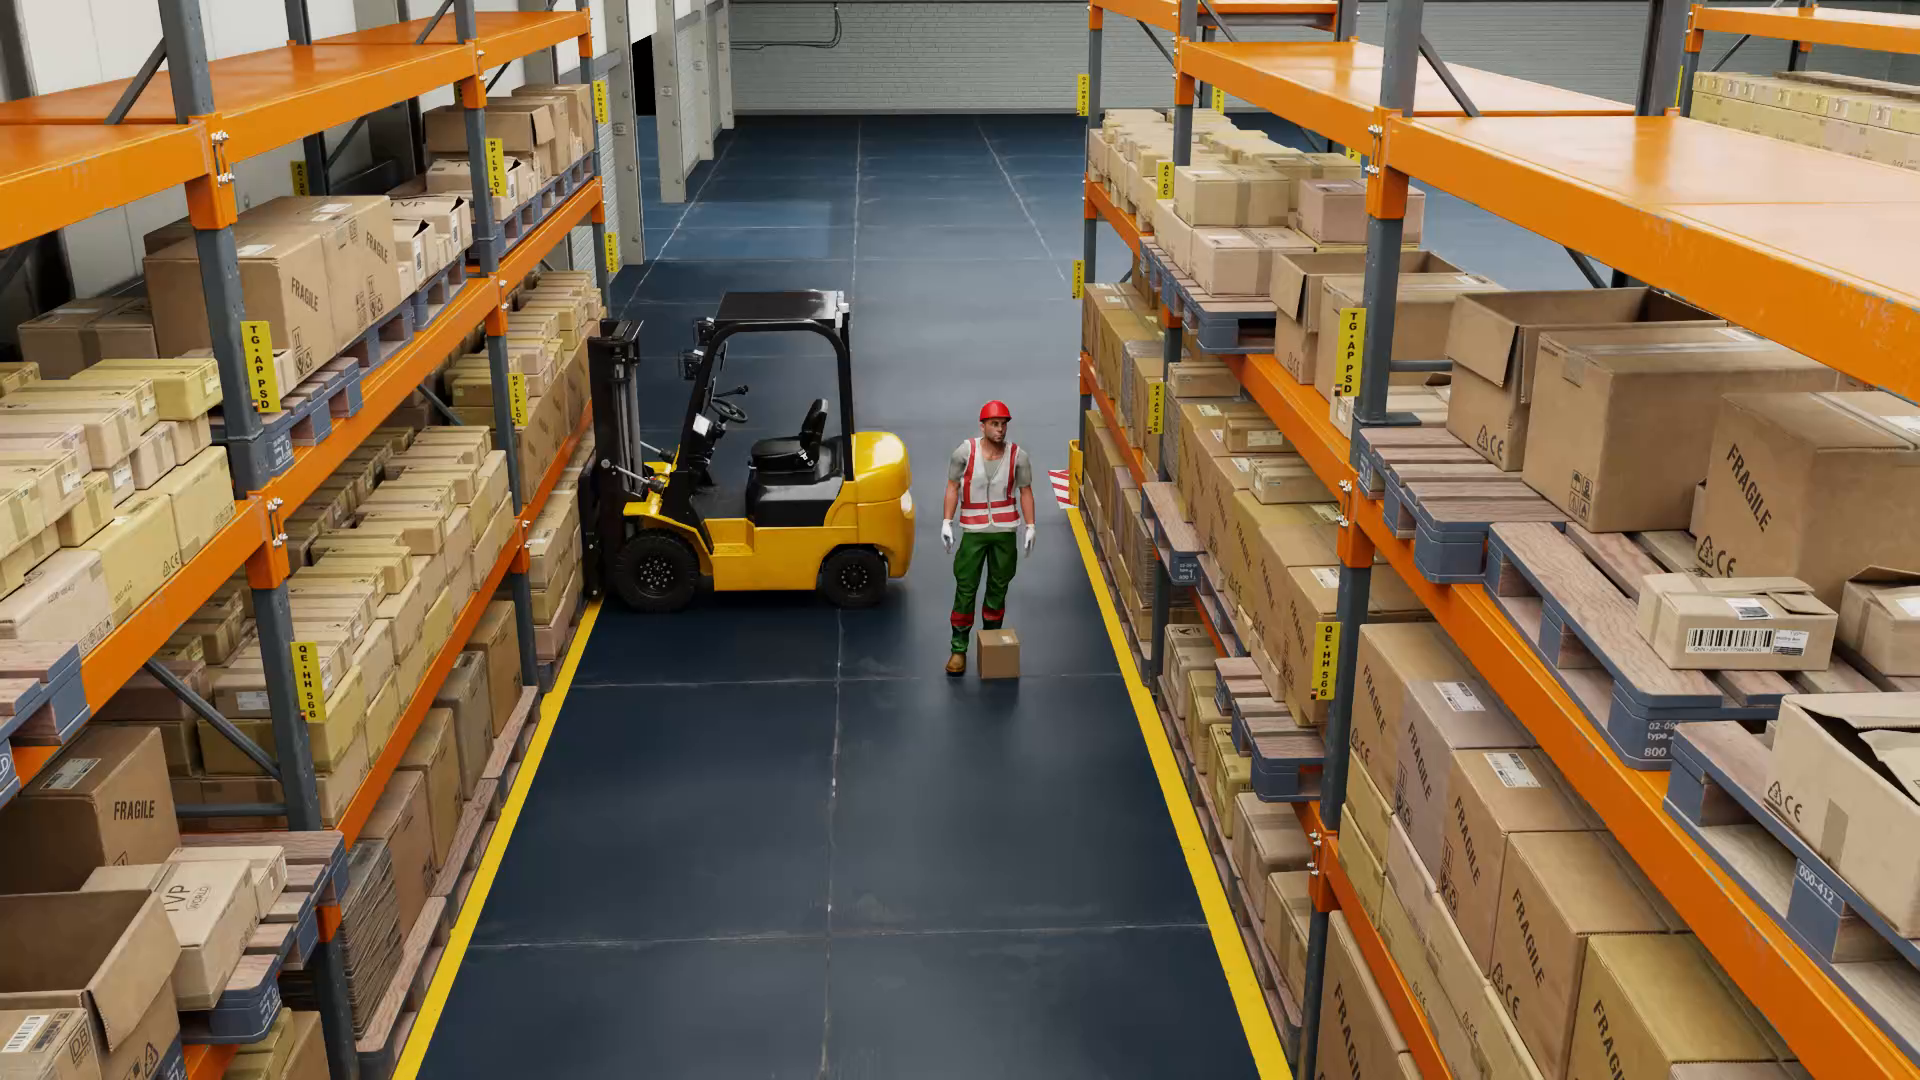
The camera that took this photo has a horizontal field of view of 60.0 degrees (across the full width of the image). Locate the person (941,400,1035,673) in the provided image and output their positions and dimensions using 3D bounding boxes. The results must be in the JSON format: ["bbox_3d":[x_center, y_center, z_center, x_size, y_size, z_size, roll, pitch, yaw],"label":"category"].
[{"bbox_3d":[0.195,-0.029,11.090,0.637,1.790,0.562,-2,20,-5],"label":"person"}]
